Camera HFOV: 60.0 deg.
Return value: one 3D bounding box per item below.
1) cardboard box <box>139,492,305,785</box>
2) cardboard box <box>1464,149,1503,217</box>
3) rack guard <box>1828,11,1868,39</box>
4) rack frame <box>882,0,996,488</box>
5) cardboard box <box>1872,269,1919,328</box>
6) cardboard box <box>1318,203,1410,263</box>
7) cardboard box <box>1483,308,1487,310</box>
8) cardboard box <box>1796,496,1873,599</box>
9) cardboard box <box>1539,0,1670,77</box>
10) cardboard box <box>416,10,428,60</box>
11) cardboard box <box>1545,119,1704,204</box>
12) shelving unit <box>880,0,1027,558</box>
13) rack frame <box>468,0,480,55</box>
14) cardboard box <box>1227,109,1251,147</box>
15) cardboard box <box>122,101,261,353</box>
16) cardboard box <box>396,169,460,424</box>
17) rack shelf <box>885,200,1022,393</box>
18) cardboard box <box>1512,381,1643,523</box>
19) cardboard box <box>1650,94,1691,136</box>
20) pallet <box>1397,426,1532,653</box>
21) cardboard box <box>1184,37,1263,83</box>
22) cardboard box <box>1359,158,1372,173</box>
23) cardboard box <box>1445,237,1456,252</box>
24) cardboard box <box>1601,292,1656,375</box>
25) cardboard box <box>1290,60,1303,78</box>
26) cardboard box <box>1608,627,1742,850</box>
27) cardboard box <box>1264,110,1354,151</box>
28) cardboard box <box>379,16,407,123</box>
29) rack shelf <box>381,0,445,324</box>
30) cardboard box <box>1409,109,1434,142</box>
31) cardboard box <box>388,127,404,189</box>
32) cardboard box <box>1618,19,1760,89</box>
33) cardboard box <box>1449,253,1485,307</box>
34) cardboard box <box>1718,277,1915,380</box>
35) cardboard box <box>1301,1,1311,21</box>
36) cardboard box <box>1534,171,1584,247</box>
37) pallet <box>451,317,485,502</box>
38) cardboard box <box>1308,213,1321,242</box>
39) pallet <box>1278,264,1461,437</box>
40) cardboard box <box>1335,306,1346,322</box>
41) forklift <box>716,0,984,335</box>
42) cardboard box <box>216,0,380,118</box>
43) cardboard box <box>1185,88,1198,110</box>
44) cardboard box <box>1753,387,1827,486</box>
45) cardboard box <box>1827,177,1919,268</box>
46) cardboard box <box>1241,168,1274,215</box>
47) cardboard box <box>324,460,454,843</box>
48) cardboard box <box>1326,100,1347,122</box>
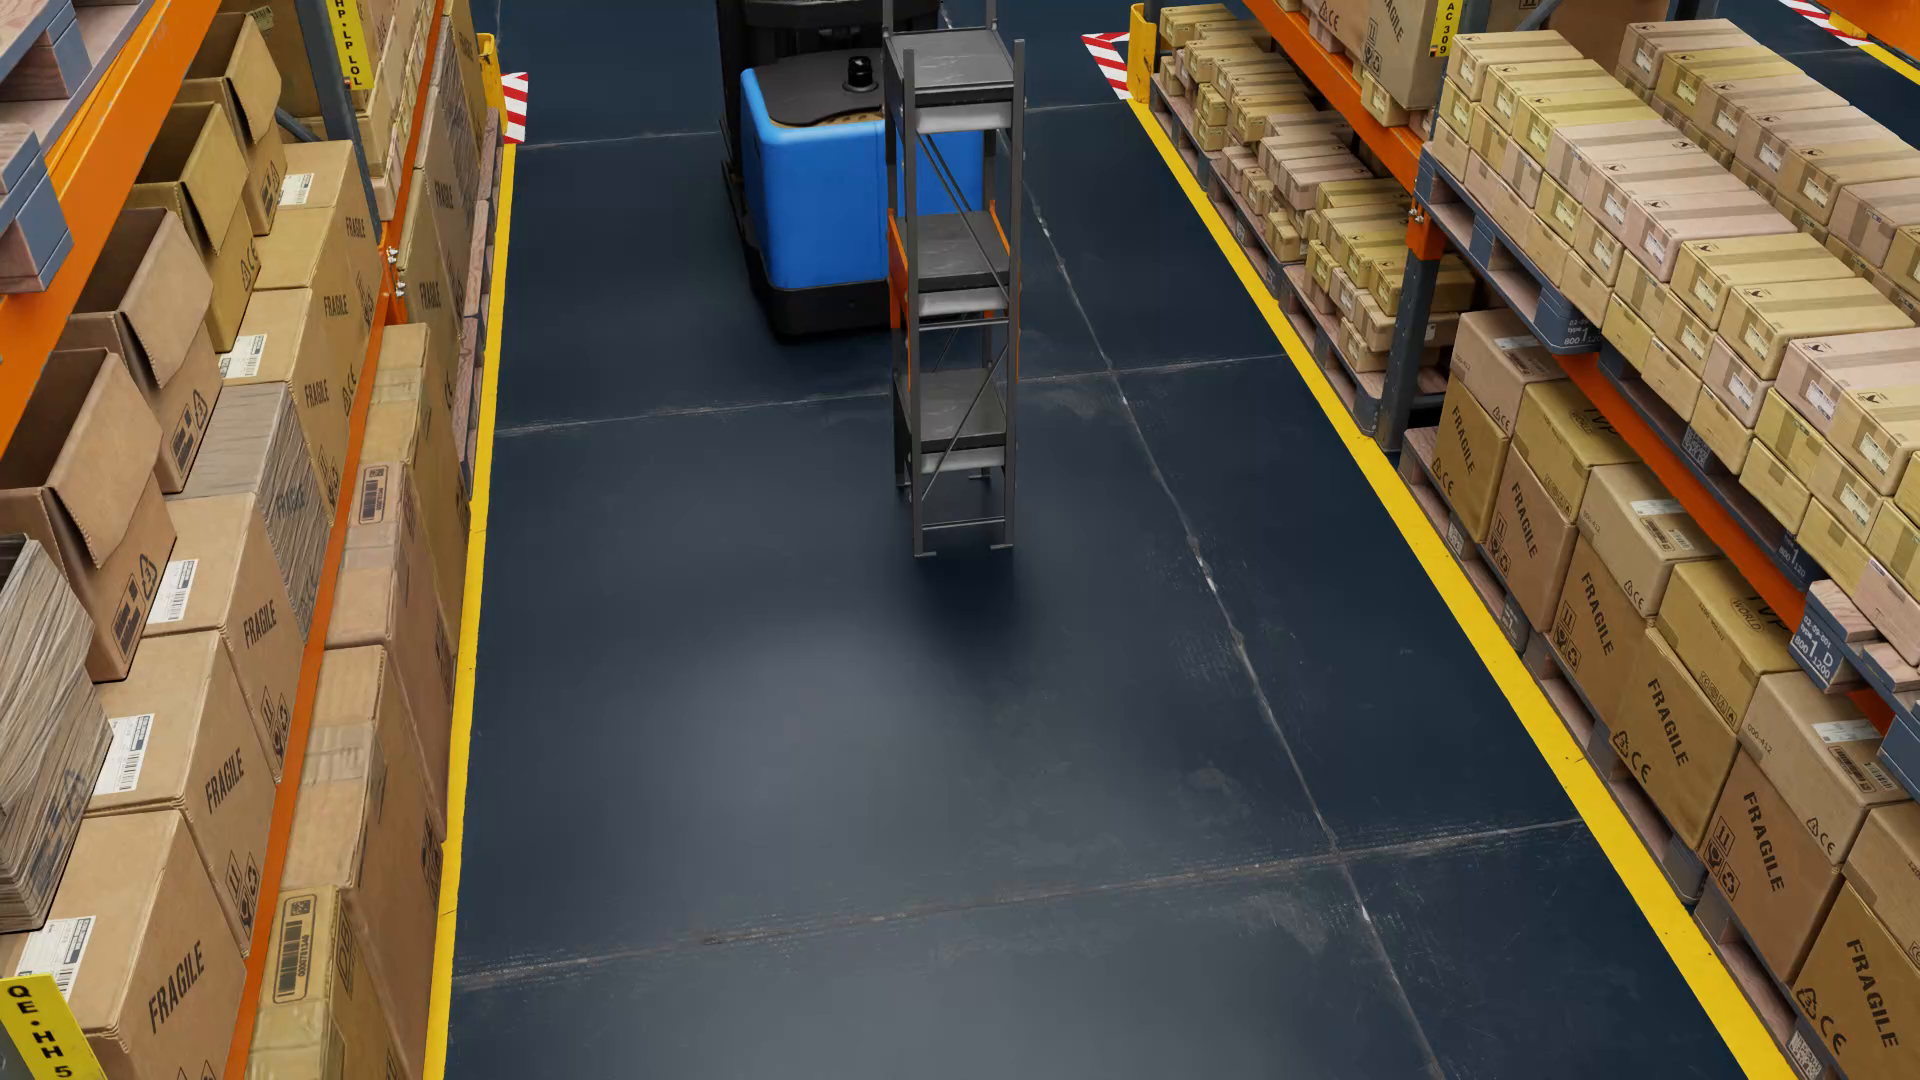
[{"bbox_3d":[-1.880,0.258,3.891,0.500,0.500,0.500,-7,38,-9],"label":"cardboard box"},{"bbox_3d":[1.993,-1.260,5.789,0.380,0.149,0.250,-6,38,-7],"label":"cardboard box"},{"bbox_3d":[6.473,-3.685,11.085,1.175,0.500,0.348,-6,38,-8],"label":"rack guard"},{"bbox_3d":[-0.072,-1.077,6.424,0.400,2.100,0.015,-6,38,-8],"label":"rack frame"},{"bbox_3d":[2.859,-0.670,4.787,0.380,0.149,0.250,-5,38,-6],"label":"cardboard box"},{"bbox_3d":[1.870,-1.409,7.615,0.380,0.149,0.250,-7,38,-8],"label":"cardboard box"},{"bbox_3d":[2.575,-0.942,7.499,0.380,0.149,0.250,-8,39,-10],"label":"cardboard box"},{"bbox_3d":[2.358,-0.003,4.172,0.380,0.149,0.250,-7,38,-9],"label":"cardboard box"},{"bbox_3d":[2.484,-2.131,6.724,0.500,0.500,0.500,-7,38,-9],"label":"cardboard box"},{"bbox_3d":[-2.577,-2.232,7.383,0.380,0.149,0.250,-7,38,-9],"label":"cardboard box"},{"bbox_3d":[2.078,-1.188,5.212,0.380,0.149,0.250,-7,38,-9],"label":"cardboard box"},{"bbox_3d":[-0.029,-0.929,6.235,0.431,2.100,0.503,-6,38,-8],"label":"shelving unit"},{"bbox_3d":[-3.279,-3.591,8.928,1.000,3.000,0.127,-6,38,-8],"label":"rack frame"},{"bbox_3d":[1.661,-2.251,8.941,0.380,0.149,0.250,-8,39,-10],"label":"cardboard box"},{"bbox_3d":[-2.349,-0.810,4.449,0.797,0.503,0.637,-6,38,-7],"label":"cardboard box"},{"bbox_3d":[-2.615,-0.909,6.865,0.875,0.875,0.875,-6,38,-8],"label":"cardboard box"},{"bbox_3d":[-0.029,-0.918,6.243,0.431,0.518,0.480,-6,38,-8],"label":"rack shelf"},{"bbox_3d":[2.288,-0.326,5.809,0.500,0.250,0.500,-5,38,-7],"label":"cardboard box"},{"bbox_3d":[2.634,-1.454,5.796,0.380,0.149,0.250,-6,38,-8],"label":"cardboard box"},{"bbox_3d":[2.461,-0.076,6.676,1.003,0.211,1.213,-6,38,-8],"label":"pallet"},{"bbox_3d":[1.464,-2.666,9.233,0.380,0.149,0.250,-6,38,-8],"label":"cardboard box"},{"bbox_3d":[2.294,-1.988,8.603,0.380,0.149,0.250,-6,38,-7],"label":"cardboard box"},{"bbox_3d":[2.384,-1.473,7.698,0.380,0.149,0.250,-7,38,-9],"label":"cardboard box"},{"bbox_3d":[2.173,-0.639,4.990,0.380,0.149,0.250,-7,38,-9],"label":"cardboard box"},{"bbox_3d":[2.088,-2.619,9.416,0.380,0.149,0.250,-8,39,-10],"label":"cardboard box"},{"bbox_3d":[2.455,0.589,5.243,0.500,0.500,0.500,-8,39,-10],"label":"cardboard box"},{"bbox_3d":[1.767,-2.051,8.442,0.380,0.149,0.250,-6,38,-8],"label":"cardboard box"},{"bbox_3d":[-2.485,-1.846,6.561,0.500,0.250,0.500,-6,38,-8],"label":"cardboard box"},{"bbox_3d":[-2.929,-2.099,7.593,1.077,0.370,4.000,-6,38,-8],"label":"rack shelf"},{"bbox_3d":[2.042,-1.696,6.693,0.380,0.149,0.250,-7,38,-8],"label":"cardboard box"},{"bbox_3d":[-2.349,-1.449,6.375,0.380,0.149,0.250,-7,38,-9],"label":"cardboard box"},{"bbox_3d":[2.585,-1.728,5.907,0.380,0.149,0.250,-5,38,-6],"label":"cardboard box"},{"bbox_3d":[2.442,-1.202,7.591,0.380,0.149,0.250,-6,38,-8],"label":"cardboard box"},{"bbox_3d":[2.262,-0.561,4.405,0.380,0.149,0.250,-4,38,-6],"label":"cardboard box"},{"bbox_3d":[1.812,-2.486,7.710,0.380,0.149,0.250,-7,38,-9],"label":"cardboard box"},{"bbox_3d":[2.078,-1.075,5.309,0.380,0.149,0.250,-8,39,-10],"label":"cardboard box"},{"bbox_3d":[-2.634,-0.542,7.275,1.003,0.211,1.213,-6,38,-8],"label":"pallet"},{"bbox_3d":[1.883,-1.445,7.904,0.380,0.149,0.250,-6,38,-8],"label":"cardboard box"},{"bbox_3d":[2.170,-0.948,7.799,1.003,0.211,1.213,-6,38,-8],"label":"pallet"},{"bbox_3d":[1.955,-1.054,7.643,0.380,0.149,0.250,-5,38,-7],"label":"cardboard box"},{"bbox_3d":[-0.707,-3.014,8.292,1.129,2.867,3.031,-8,39,-10],"label":"forklift"},{"bbox_3d":[-2.410,-1.846,5.950,0.500,0.500,0.500,-6,38,-8],"label":"cardboard box"},{"bbox_3d":[1.525,-2.604,9.638,0.380,0.149,0.250,-6,38,-8],"label":"cardboard box"},{"bbox_3d":[2.307,-0.287,4.294,0.380,0.149,0.250,-6,38,-8],"label":"cardboard box"},{"bbox_3d":[2.813,-0.940,4.893,0.380,0.149,0.250,-8,39,-10],"label":"cardboard box"},{"bbox_3d":[1.683,-1.820,8.629,0.380,0.149,0.250,-6,38,-8],"label":"cardboard box"},{"bbox_3d":[-2.289,0.422,5.151,1.225,0.875,0.875,-7,38,-10],"label":"cardboard box"},{"bbox_3d":[2.144,-2.255,8.704,0.380,0.149,0.250,-7,38,-9],"label":"cardboard box"}]
